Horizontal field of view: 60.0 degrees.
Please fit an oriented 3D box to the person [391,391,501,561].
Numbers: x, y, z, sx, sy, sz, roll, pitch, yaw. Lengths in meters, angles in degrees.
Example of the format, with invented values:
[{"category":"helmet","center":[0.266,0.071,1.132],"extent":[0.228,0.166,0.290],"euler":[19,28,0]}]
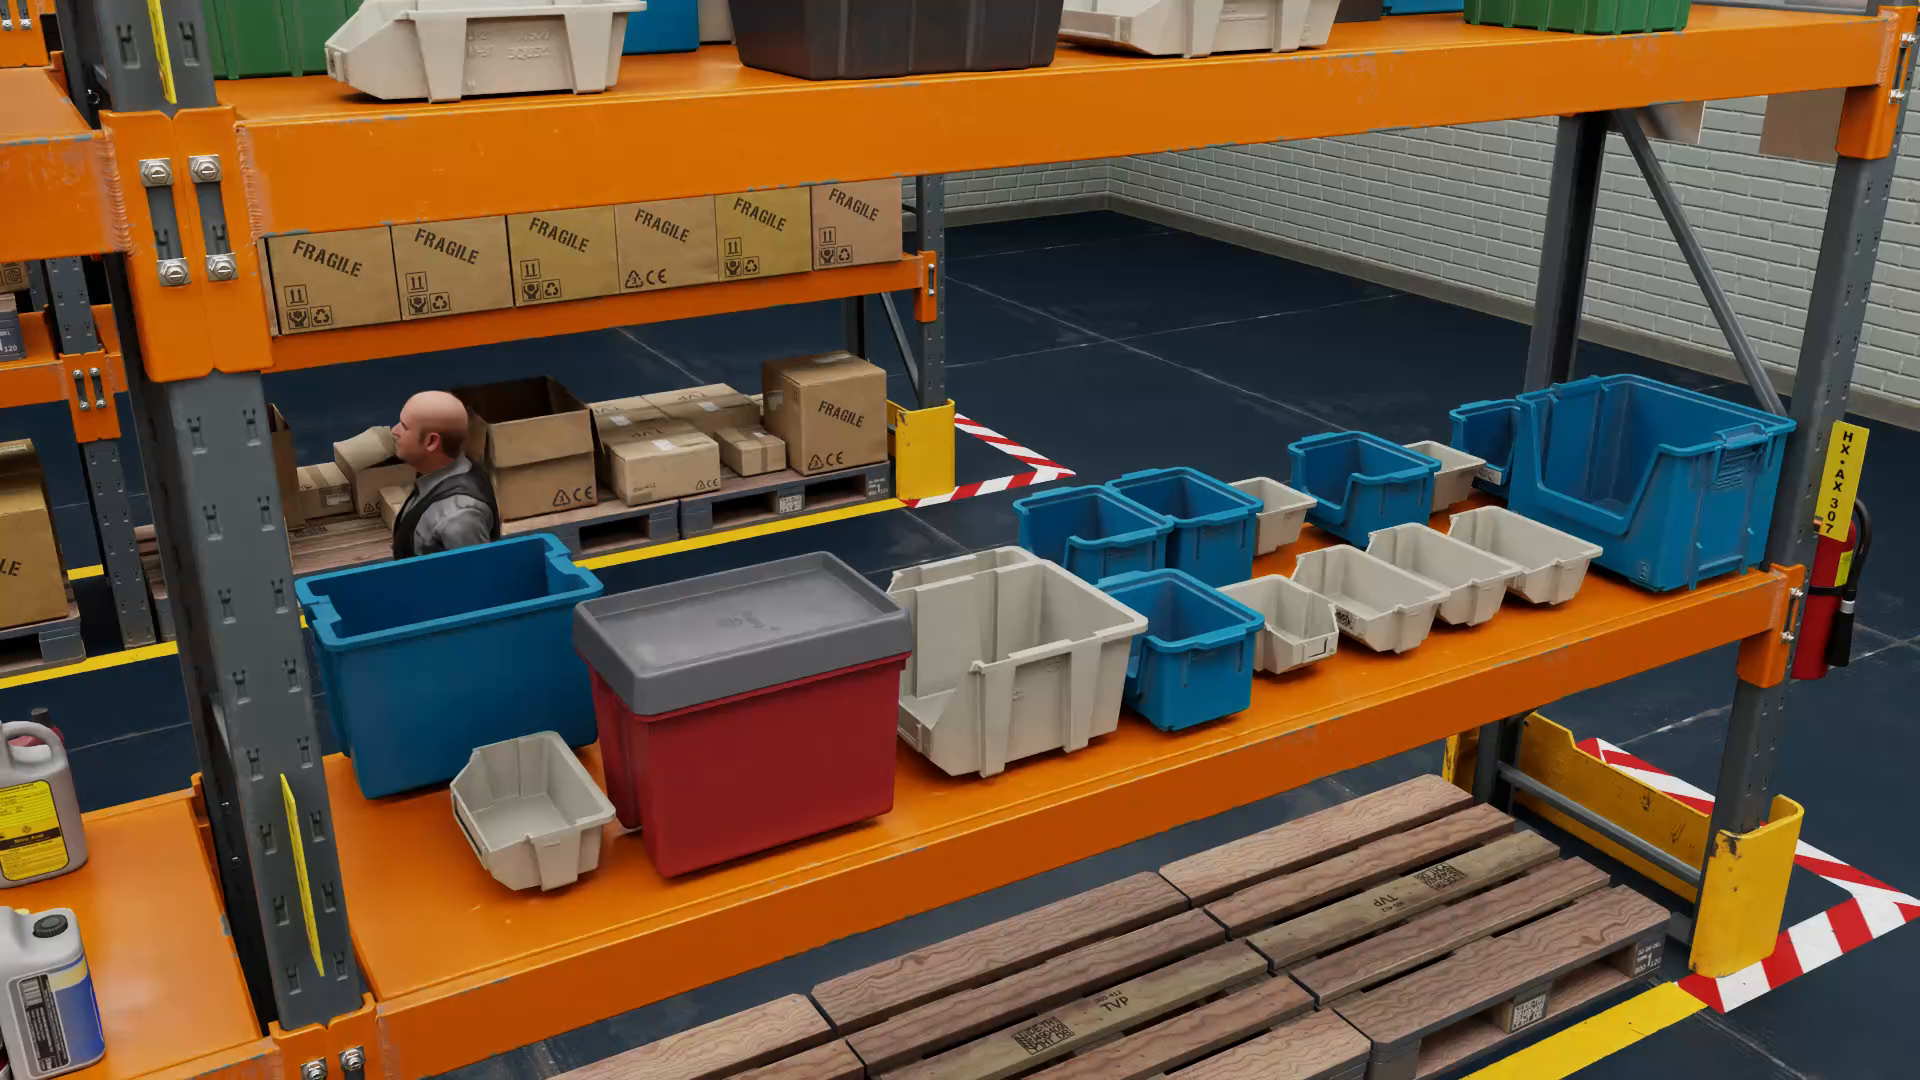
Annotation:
[{"category":"person","center":[-1.626,0.326,5.313],"extent":[1.100,1.665,0.581],"euler":[-4,22,-10]}]
